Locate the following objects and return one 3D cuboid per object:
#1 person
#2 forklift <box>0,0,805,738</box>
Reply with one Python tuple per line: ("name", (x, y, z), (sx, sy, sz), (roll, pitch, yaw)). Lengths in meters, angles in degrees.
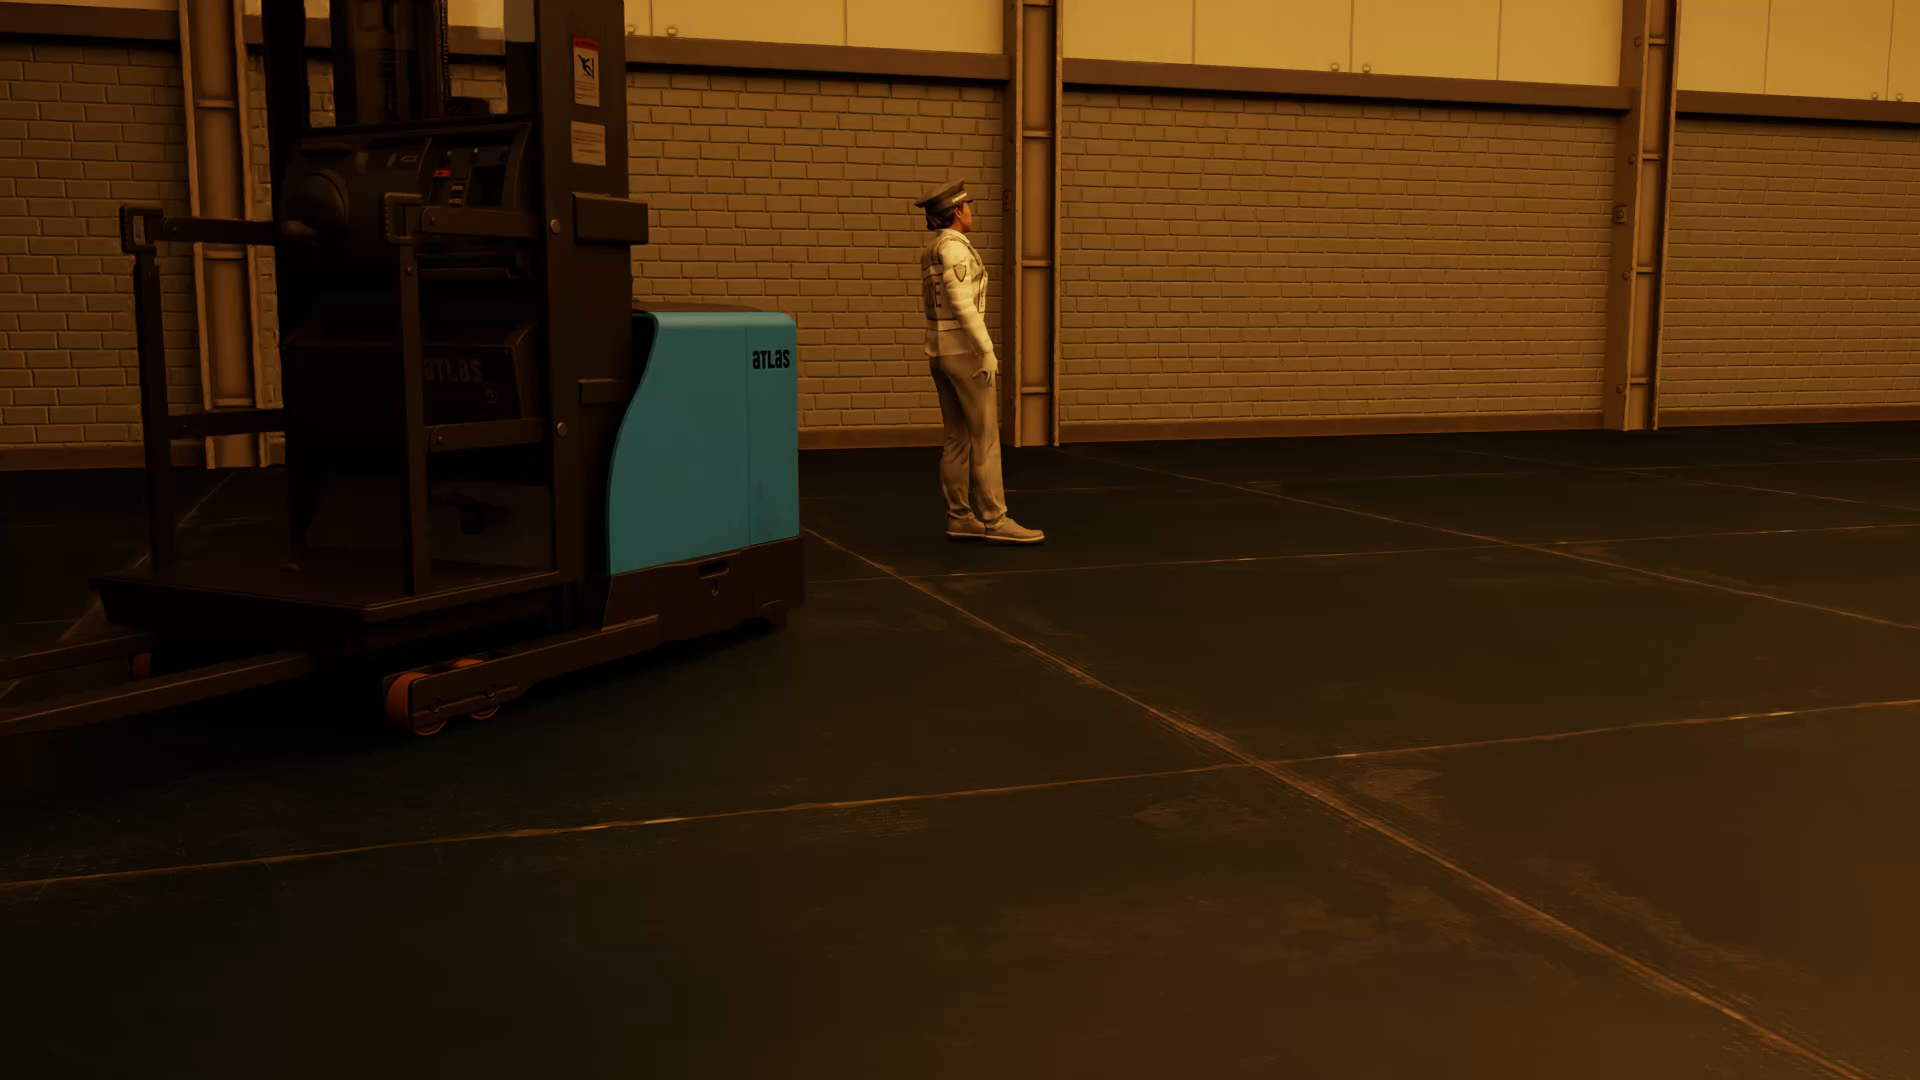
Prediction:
("person", (0.067, -0.848, 7.821), (0.534, 1.696, 0.581), (-3, 8, -18))
("forklift", (-1.686, -1.020, 4.547), (1.130, 2.935, 3.031), (4, 9, 28))
